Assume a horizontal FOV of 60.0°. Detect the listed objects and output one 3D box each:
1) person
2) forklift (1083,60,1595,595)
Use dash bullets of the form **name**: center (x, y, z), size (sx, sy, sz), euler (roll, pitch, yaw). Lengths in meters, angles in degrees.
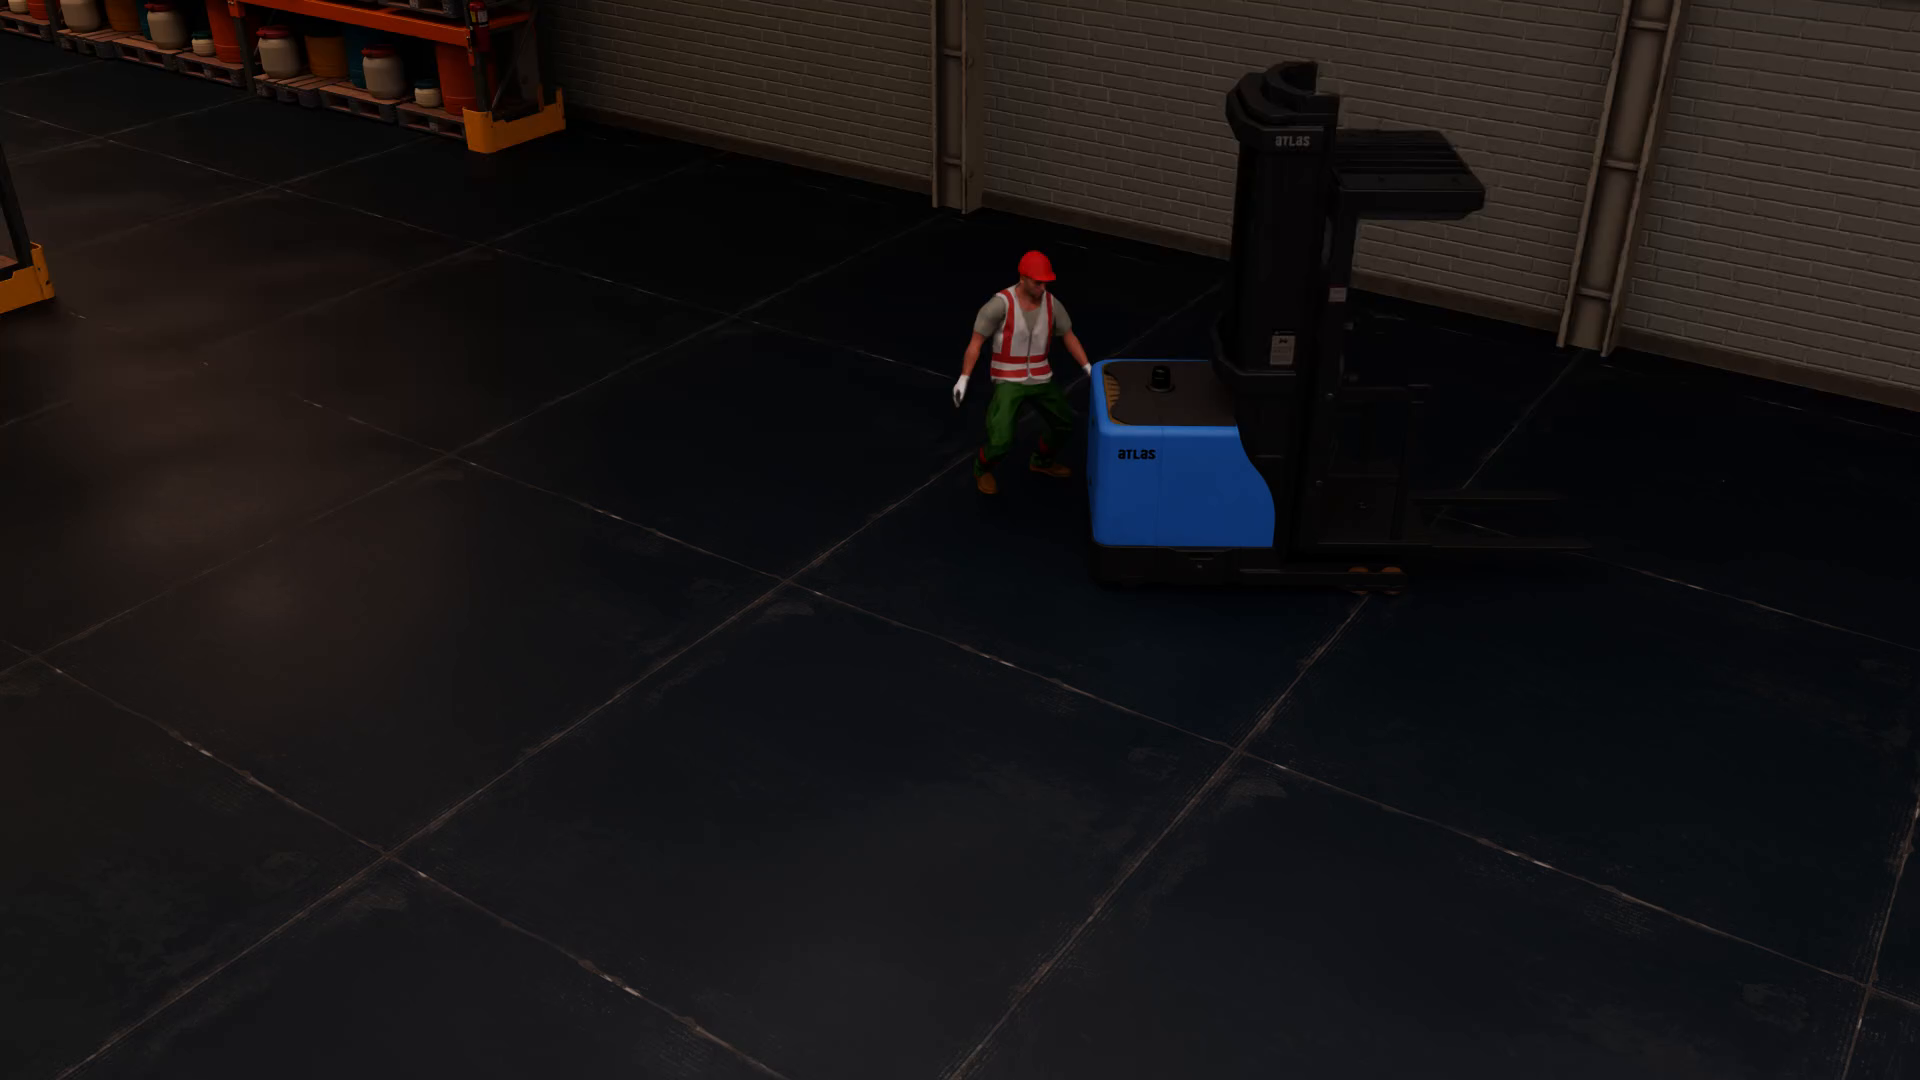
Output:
- **person**: center (0.422, -1.040, 10.649), size (0.968, 1.669, 0.600), euler (-10, 32, -17)
- **forklift**: center (2.304, -1.211, 9.666), size (3.031, 2.935, 1.130), euler (0, 30, 1)
